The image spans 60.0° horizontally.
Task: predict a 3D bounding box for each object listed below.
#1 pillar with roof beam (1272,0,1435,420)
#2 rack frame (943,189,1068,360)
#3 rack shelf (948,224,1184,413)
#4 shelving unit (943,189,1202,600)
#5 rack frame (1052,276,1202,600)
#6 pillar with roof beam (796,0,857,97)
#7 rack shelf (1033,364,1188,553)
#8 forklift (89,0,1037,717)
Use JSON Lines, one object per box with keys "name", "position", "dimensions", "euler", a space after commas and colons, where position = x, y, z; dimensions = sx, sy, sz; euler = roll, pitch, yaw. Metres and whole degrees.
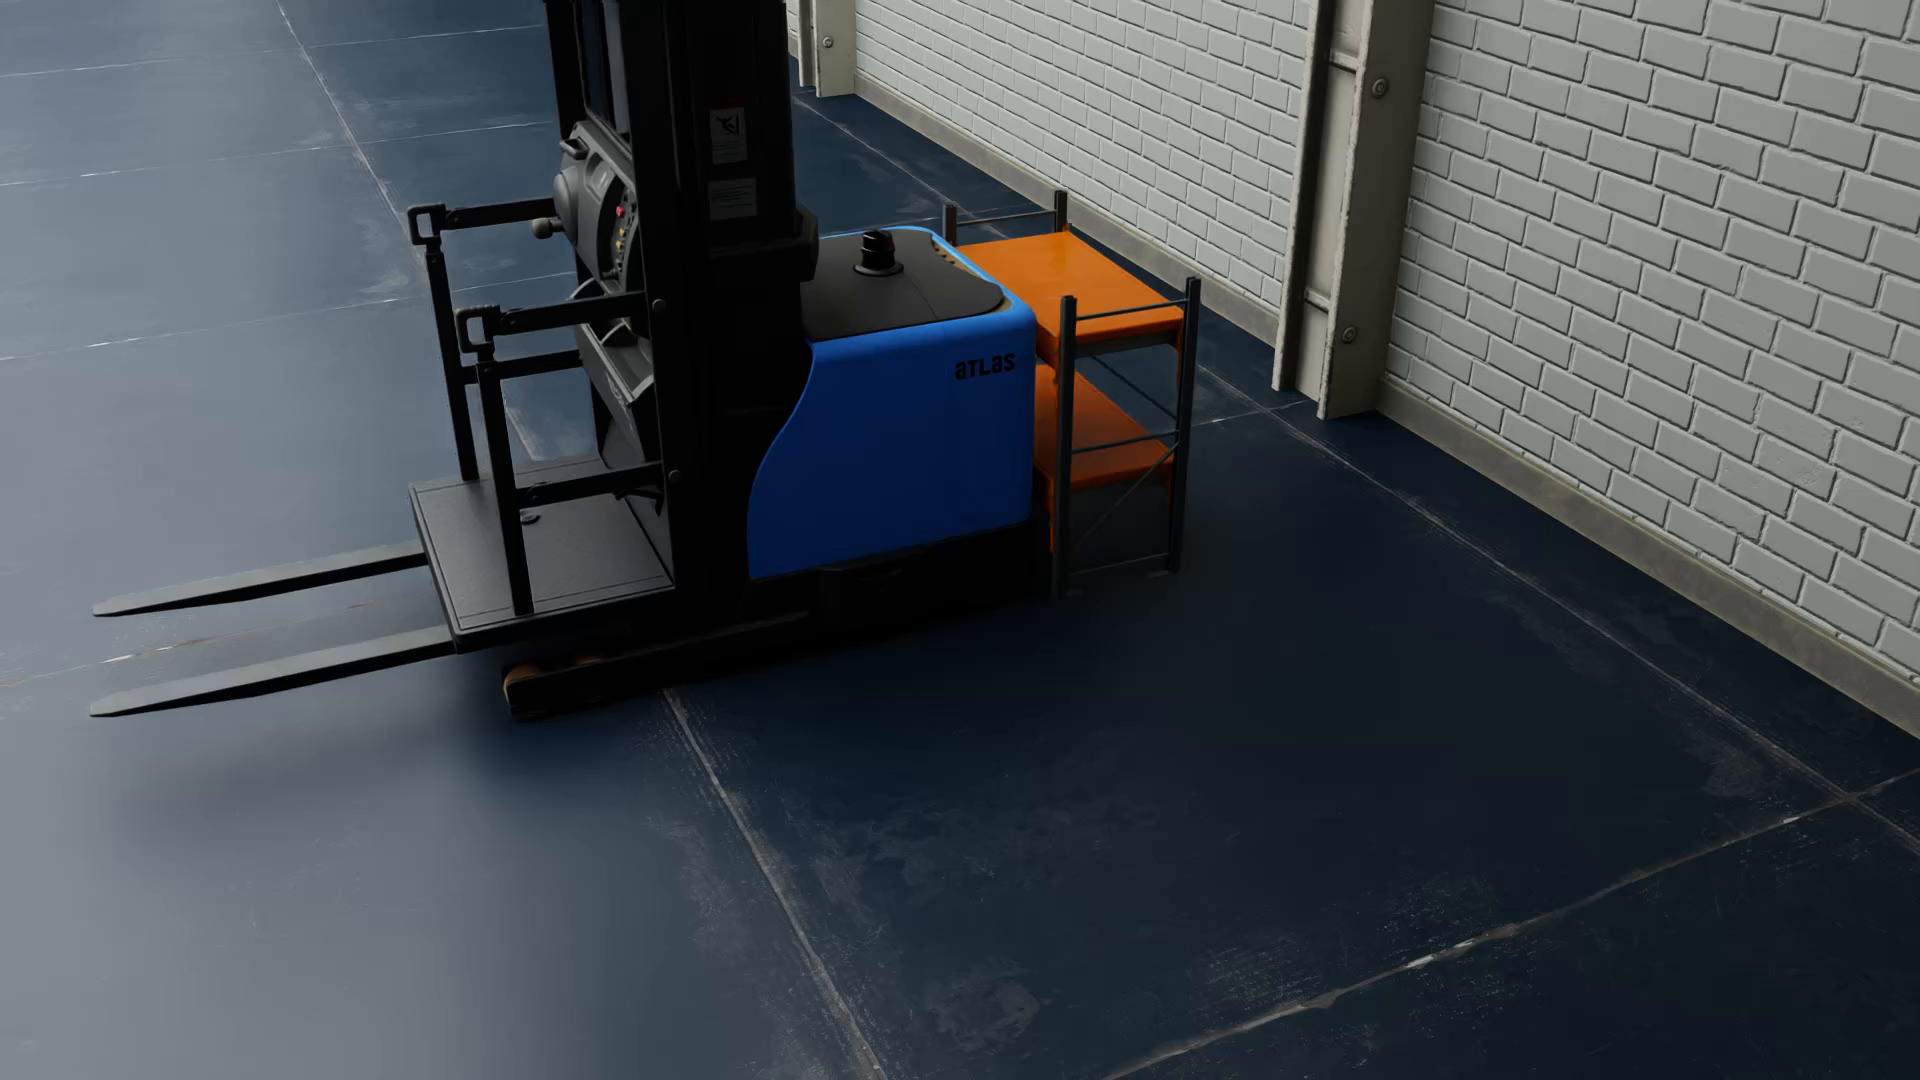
{"name": "pillar with roof beam", "position": [-2.266, -3.656, 3.570], "dimensions": [9.100, 9.000, 0.400], "euler": [-13, 32, -22]}
{"name": "rack frame", "position": [0.172, -0.791, 6.511], "dimensions": [0.500, 1.125, 0.032], "euler": [-11, 31, -20]}
{"name": "rack shelf", "position": [0.367, -0.817, 5.958], "dimensions": [0.538, 0.278, 1.000], "euler": [-11, 31, -20]}
{"name": "shelving unit", "position": [0.367, -0.562, 6.102], "dimensions": [0.538, 1.125, 1.048], "euler": [-11, 31, -20]}
{"name": "rack frame", "position": [0.561, -0.332, 5.692], "dimensions": [0.500, 1.125, 0.032], "euler": [-11, 31, -20]}
{"name": "pillar with roof beam", "position": [-4.842, -6.307, 8.296], "dimensions": [9.100, 9.000, 0.400], "euler": [-13, 32, -22]}
{"name": "rack shelf", "position": [0.367, -0.348, 6.221], "dimensions": [0.538, 0.278, 1.000], "euler": [-11, 31, -20]}
{"name": "forklift", "position": [-1.298, -1.015, 5.063], "dimensions": [3.031, 2.935, 1.130], "euler": [-12, 31, -21]}
